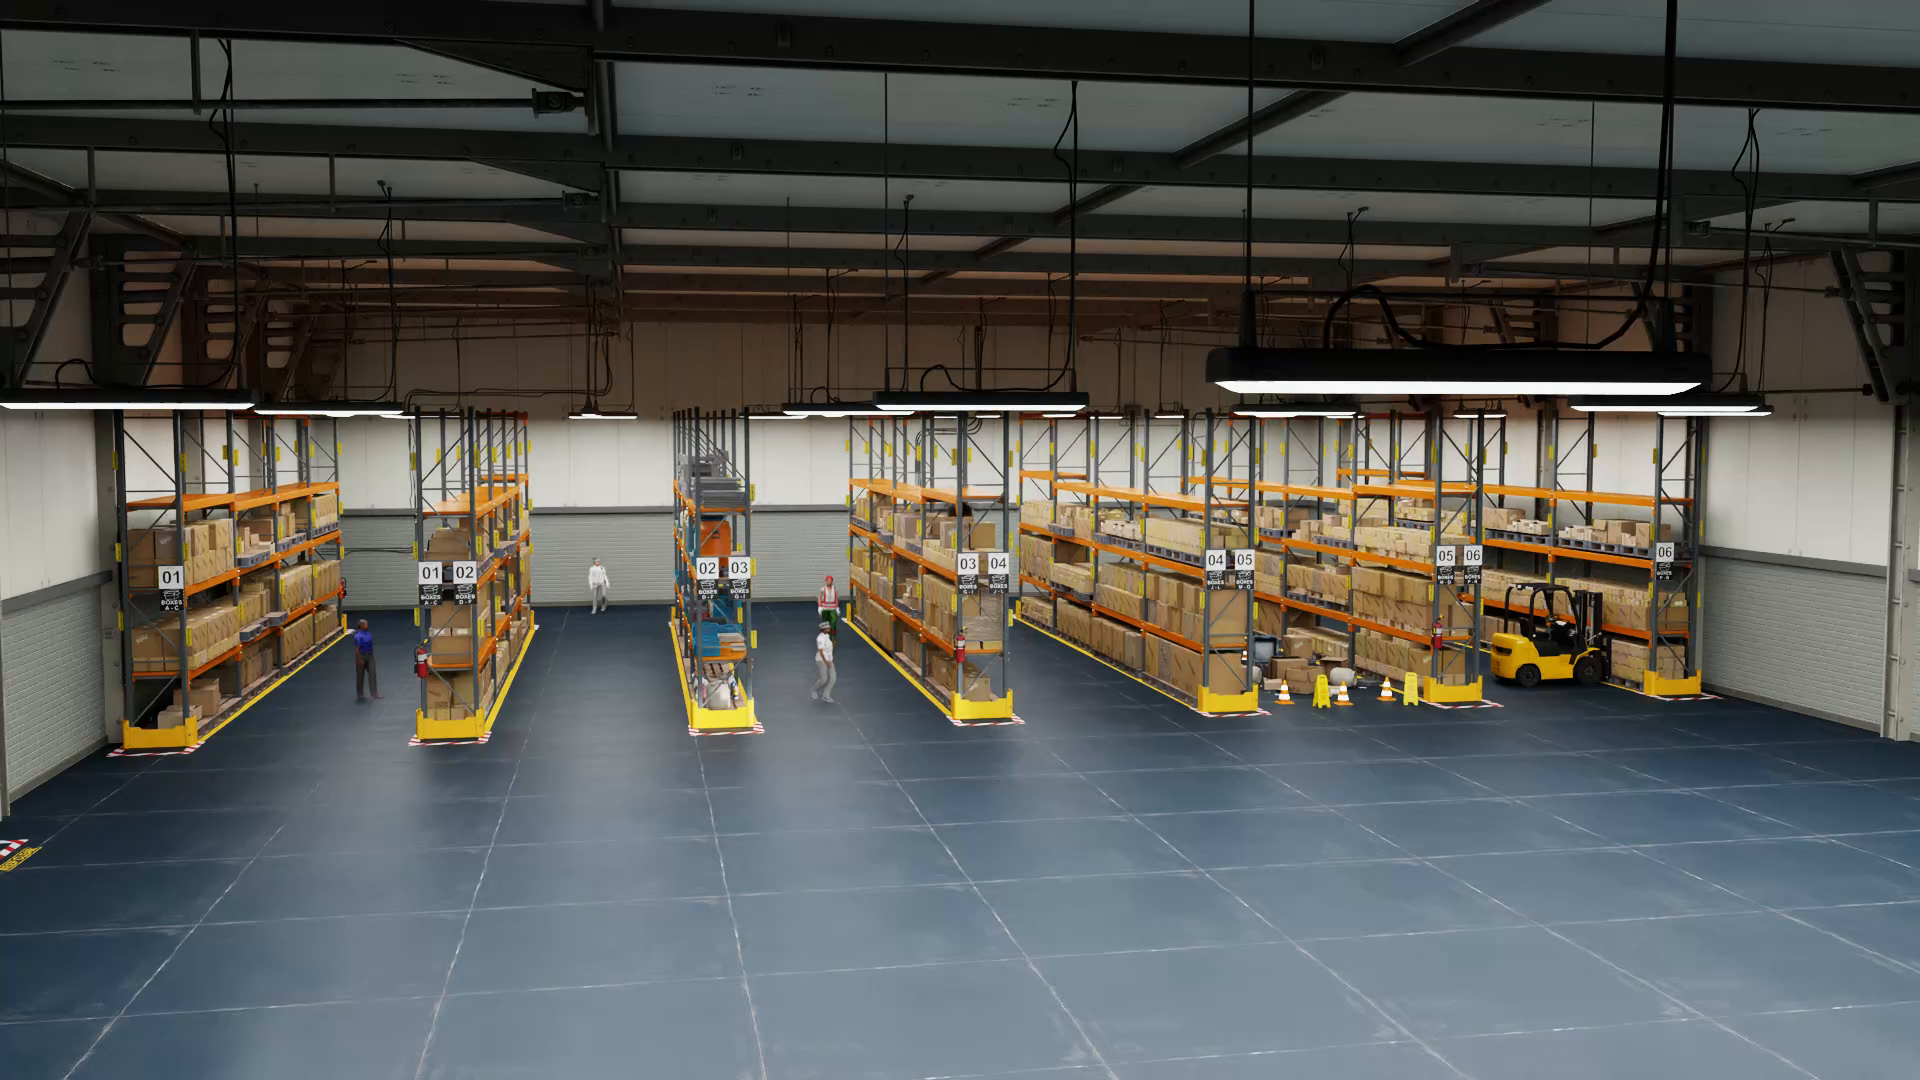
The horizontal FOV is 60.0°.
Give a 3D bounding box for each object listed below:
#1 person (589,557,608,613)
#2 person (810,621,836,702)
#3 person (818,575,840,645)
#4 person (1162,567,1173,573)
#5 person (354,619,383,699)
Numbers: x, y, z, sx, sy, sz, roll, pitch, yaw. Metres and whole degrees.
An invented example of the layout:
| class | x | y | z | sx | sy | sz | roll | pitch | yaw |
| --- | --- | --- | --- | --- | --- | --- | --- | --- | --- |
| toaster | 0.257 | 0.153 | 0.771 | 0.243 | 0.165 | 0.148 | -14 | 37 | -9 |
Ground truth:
| class | x | y | z | sx | sy | sz | roll | pitch | yaw |
| --- | --- | --- | --- | --- | --- | --- | --- | --- | --- |
| person | -10.853 | 1.343 | 49.929 | 0.571 | 1.670 | 0.517 | -1 | 4 | -12 |
| person | -2.765 | 2.486 | 34.076 | 0.597 | 1.653 | 0.580 | 2 | 5 | 28 |
| person | -3.368 | 1.785 | 42.719 | 0.562 | 1.738 | 0.979 | 0 | 4 | -1 |
| person | 6.511 | 1.182 | 51.839 | 0.744 | 1.558 | 0.485 | -2 | 5 | -27 |
| person | -12.245 | 2.466 | 34.322 | 0.563 | 1.656 | 0.465 | 3 | 5 | 37 |
